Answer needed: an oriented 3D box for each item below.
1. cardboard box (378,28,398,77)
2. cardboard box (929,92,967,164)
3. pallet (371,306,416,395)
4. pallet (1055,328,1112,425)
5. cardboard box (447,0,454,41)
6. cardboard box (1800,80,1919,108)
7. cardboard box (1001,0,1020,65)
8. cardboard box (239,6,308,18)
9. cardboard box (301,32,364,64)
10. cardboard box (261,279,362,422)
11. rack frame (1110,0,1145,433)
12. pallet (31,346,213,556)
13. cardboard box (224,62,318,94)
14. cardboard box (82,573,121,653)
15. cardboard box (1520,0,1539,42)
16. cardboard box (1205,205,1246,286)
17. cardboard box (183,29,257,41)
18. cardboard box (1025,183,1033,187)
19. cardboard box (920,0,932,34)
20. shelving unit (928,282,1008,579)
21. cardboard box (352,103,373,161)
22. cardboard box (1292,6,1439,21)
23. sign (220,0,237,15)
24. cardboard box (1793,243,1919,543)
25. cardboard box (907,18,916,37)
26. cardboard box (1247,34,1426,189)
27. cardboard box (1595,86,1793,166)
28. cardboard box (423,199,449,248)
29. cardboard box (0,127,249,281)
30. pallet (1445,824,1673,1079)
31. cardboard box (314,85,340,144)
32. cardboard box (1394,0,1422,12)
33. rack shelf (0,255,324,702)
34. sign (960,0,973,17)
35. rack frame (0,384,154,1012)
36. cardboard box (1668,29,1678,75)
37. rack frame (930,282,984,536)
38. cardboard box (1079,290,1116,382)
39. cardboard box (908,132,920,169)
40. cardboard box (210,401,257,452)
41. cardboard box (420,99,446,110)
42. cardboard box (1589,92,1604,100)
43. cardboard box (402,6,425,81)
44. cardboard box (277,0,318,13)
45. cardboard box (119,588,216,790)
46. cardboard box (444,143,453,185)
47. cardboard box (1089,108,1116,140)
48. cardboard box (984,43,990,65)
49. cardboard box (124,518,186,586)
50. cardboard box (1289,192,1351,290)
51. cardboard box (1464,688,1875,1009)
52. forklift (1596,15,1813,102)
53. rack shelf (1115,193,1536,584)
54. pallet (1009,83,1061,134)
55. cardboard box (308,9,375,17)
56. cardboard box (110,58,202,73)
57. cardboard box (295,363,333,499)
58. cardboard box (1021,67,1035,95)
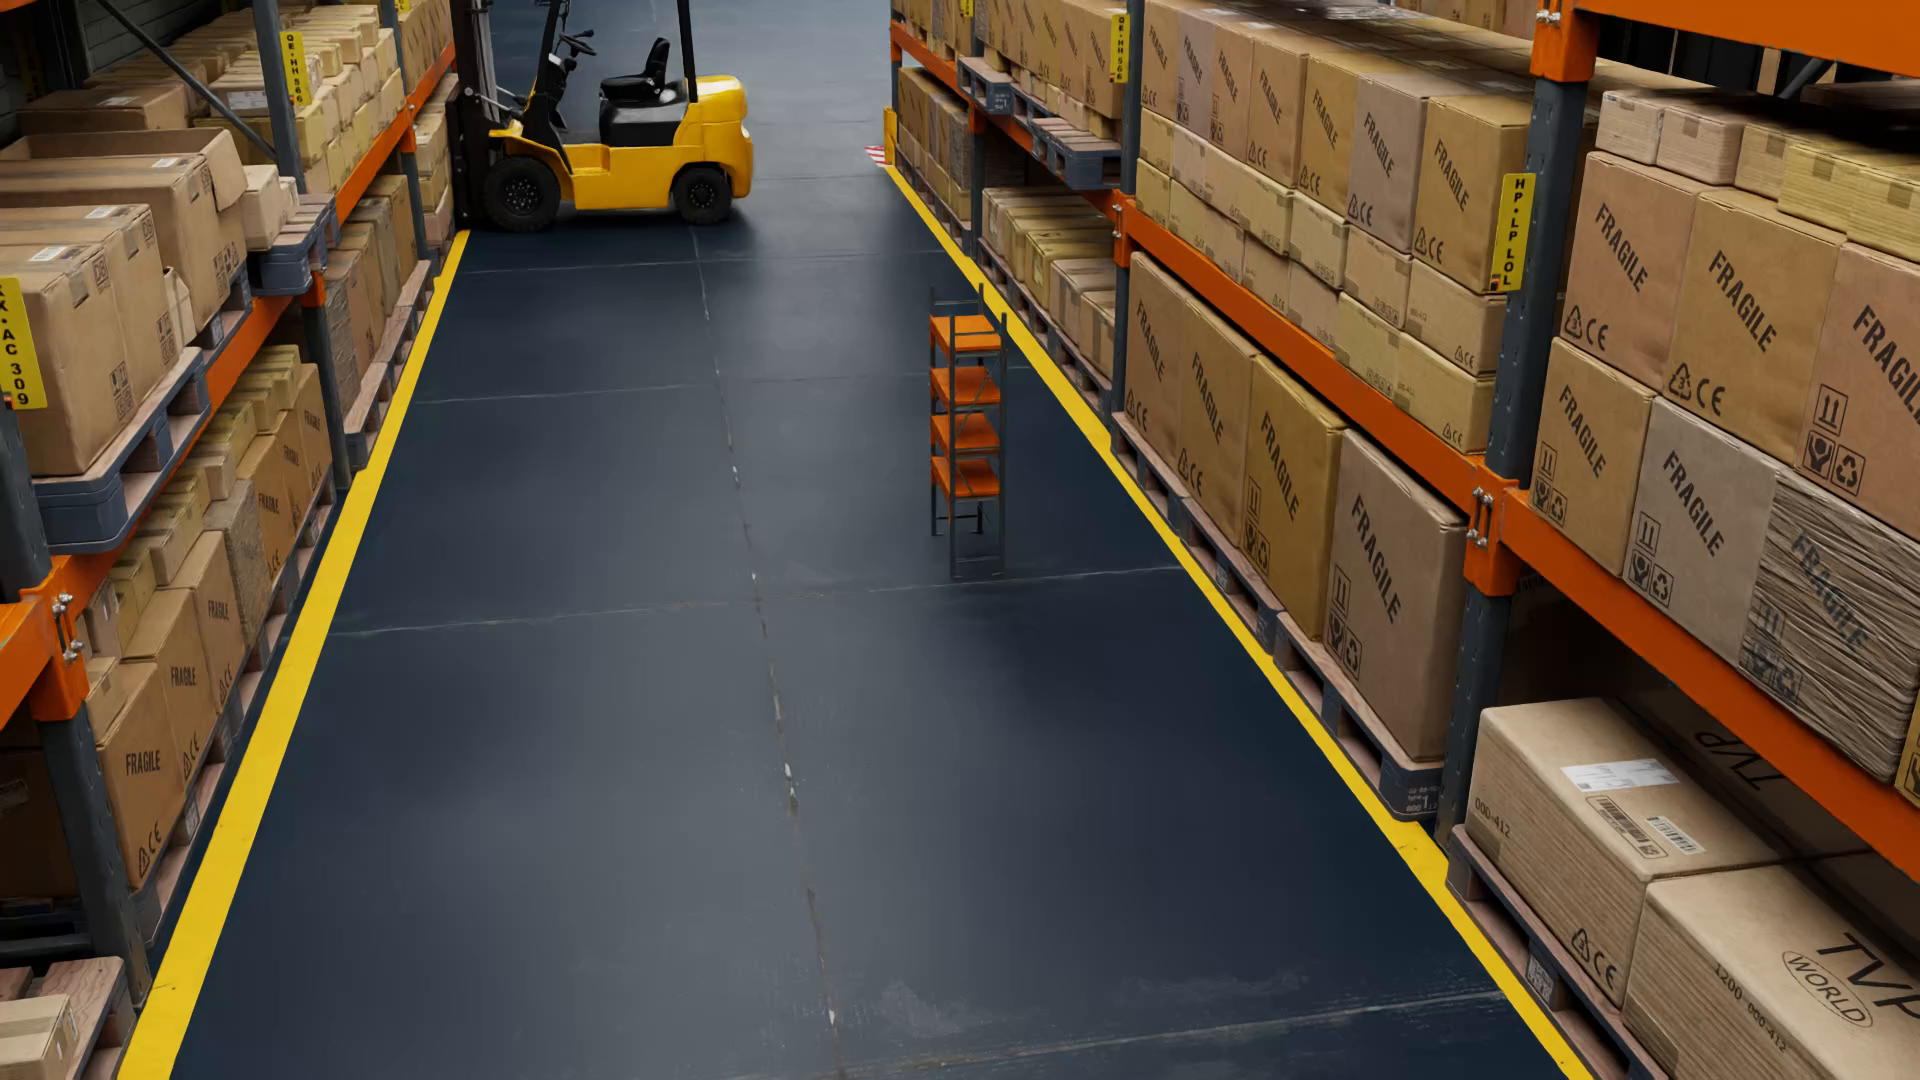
[{"bbox_3d":[-3.952,-3.163,10.808,0.500,0.250,0.500,-5,24,-11],"label":"cardboard box"},{"bbox_3d":[0.019,-3.435,13.842,0.500,0.500,0.500,-3,24,-7],"label":"cardboard box"},{"bbox_3d":[-3.890,-1.132,10.077,1.003,0.211,1.213,-4,24,-10],"label":"pallet"},{"bbox_3d":[1.180,-1.002,9.781,1.003,0.211,1.213,-4,24,-10],"label":"pallet"},{"bbox_3d":[-4.684,-4.622,14.461,0.500,0.500,0.500,-5,24,-11],"label":"cardboard box"},{"bbox_3d":[2.433,-1.103,4.343,0.380,0.149,0.250,-5,24,-11],"label":"cardboard box"},{"bbox_3d":[0.560,-3.323,10.588,0.500,0.500,0.500,-4,24,-10],"label":"cardboard box"},{"bbox_3d":[-4.440,-3.366,10.774,0.380,0.149,0.250,-5,24,-11],"label":"cardboard box"},{"bbox_3d":[-3.622,-2.803,9.486,0.380,0.149,0.250,-5,24,-11],"label":"cardboard box"},{"bbox_3d":[-3.656,-0.954,8.630,0.875,0.625,0.625,-4,24,-8],"label":"cardboard box"},{"bbox_3d":[1.323,-1.973,8.519,1.000,3.000,0.127,-4,24,-10],"label":"rack frame"},{"bbox_3d":[-2.855,-0.265,4.849,1.003,0.211,1.213,-4,24,-10],"label":"pallet"},{"bbox_3d":[-3.447,-2.298,8.329,0.380,0.149,0.250,-4,24,-8],"label":"cardboard box"},{"bbox_3d":[-2.714,0.230,4.893,0.380,0.149,0.250,-5,24,-12],"label":"cardboard box"},{"bbox_3d":[5.226,-4.380,13.843,0.875,0.550,0.550,-4,24,-10],"label":"cardboard box"},{"bbox_3d":[1.370,-1.285,7.133,0.500,0.250,0.500,-4,24,-8],"label":"cardboard box"},{"bbox_3d":[-4.256,-2.861,9.617,0.380,0.149,0.250,-4,24,-10],"label":"cardboard box"},{"bbox_3d":[0.740,-2.730,13.165,0.500,0.250,0.500,-5,24,-12],"label":"cardboard box"},{"bbox_3d":[-0.045,-4.491,13.789,0.500,0.500,0.500,-5,24,-11],"label":"cardboard box"},{"bbox_3d":[0.031,-0.485,7.361,0.258,1.200,0.503,-4,24,-10],"label":"shelving unit"},{"bbox_3d":[-3.680,-2.332,9.529,0.500,0.250,0.500,-4,24,-8],"label":"cardboard box"},{"bbox_3d":[1.779,-2.091,7.417,0.500,0.500,0.500,-4,24,-9],"label":"cardboard box"},{"bbox_3d":[-4.839,-3.569,10.992,0.100,0.325,0.005,-4,24,-10],"label":"sign"},{"bbox_3d":[2.084,-0.297,3.307,0.500,0.500,0.500,-4,24,-9],"label":"cardboard box"},{"bbox_3d":[-0.265,-4.543,14.719,0.380,0.149,0.250,-4,24,-9],"label":"cardboard box"},{"bbox_3d":[1.446,-1.667,6.445,0.500,0.500,0.500,-4,24,-9],"label":"cardboard box"},{"bbox_3d":[1.866,-1.057,4.238,0.380,0.149,0.250,-5,24,-11],"label":"cardboard box"},{"bbox_3d":[-4.058,-2.324,12.235,0.500,0.250,0.500,-4,24,-9],"label":"cardboard box"},{"bbox_3d":[-3.070,-1.215,6.131,0.797,0.503,0.637,-5,24,-11],"label":"cardboard box"},{"bbox_3d":[2.127,1.183,4.777,1.003,0.211,1.213,-4,24,-10],"label":"pallet"},{"bbox_3d":[-3.487,-2.154,8.497,0.500,0.250,0.500,-4,24,-8],"label":"cardboard box"},{"bbox_3d":[4.803,-5.452,16.297,0.875,0.550,0.550,-4,24,-10],"label":"cardboard box"},{"bbox_3d":[-3.184,-0.487,6.017,1.077,0.370,4.000,-4,24,-10],"label":"rack shelf"},{"bbox_3d":[0.052,-3.900,11.849,0.100,0.325,0.005,-4,24,-10],"label":"sign"},{"bbox_3d":[-2.814,-0.030,4.072,1.000,3.000,0.127,-4,24,-10],"label":"rack frame"},{"bbox_3d":[5.356,-3.573,12.057,0.500,0.500,0.500,-4,24,-9],"label":"cardboard box"},{"bbox_3d":[-0.014,-0.581,7.581,0.240,1.200,0.015,-4,24,-10],"label":"rack frame"},{"bbox_3d":[1.229,-1.184,9.471,0.950,0.372,0.625,-6,24,-13],"label":"cardboard box"},{"bbox_3d":[-0.192,-3.513,14.956,0.500,0.250,0.500,-3,24,-8],"label":"cardboard box"},{"bbox_3d":[-3.123,-0.453,6.828,0.380,0.149,0.250,-4,24,-8],"label":"cardboard box"},{"bbox_3d":[-4.352,-3.385,13.414,0.500,0.250,0.500,-5,24,-11],"label":"cardboard box"},{"bbox_3d":[2.264,-1.098,5.141,0.500,0.500,0.500,-4,24,-9],"label":"cardboard box"},{"bbox_3d":[-4.232,-3.621,12.167,0.500,0.500,0.500,-4,24,-9],"label":"cardboard box"},{"bbox_3d":[-4.606,-3.628,11.373,0.380,0.149,0.250,-4,24,-10],"label":"cardboard box"},{"bbox_3d":[-2.791,0.507,5.440,0.500,0.500,0.500,-5,24,-10],"label":"cardboard box"},{"bbox_3d":[-4.256,-2.948,13.039,0.500,0.250,0.500,-5,24,-10],"label":"cardboard box"},{"bbox_3d":[0.911,-2.262,8.970,0.380,0.149,0.250,-4,24,-9],"label":"cardboard box"},{"bbox_3d":[0.375,-3.383,11.536,0.380,0.149,0.250,-4,24,-9],"label":"cardboard box"},{"bbox_3d":[-2.879,0.053,5.668,0.380,0.149,0.250,-4,24,-10],"label":"cardboard box"},{"bbox_3d":[1.541,-1.114,6.117,0.500,0.250,0.500,-4,24,-8],"label":"cardboard box"},{"bbox_3d":[2.074,0.837,4.762,0.875,0.438,0.875,-5,24,-11],"label":"cardboard box"},{"bbox_3d":[3.668,-1.589,7.726,3.031,2.935,1.130,-4,24,-9],"label":"forklift"},{"bbox_3d":[1.693,-0.856,6.862,1.077,0.370,4.000,-4,24,-10],"label":"rack shelf"},{"bbox_3d":[0.917,-2.660,10.333,1.003,0.211,1.213,-4,24,-10],"label":"pallet"},{"bbox_3d":[-3.947,-3.302,10.628,0.380,0.149,0.250,-5,24,-11],"label":"cardboard box"},{"bbox_3d":[-4.073,-2.352,8.453,0.380,0.149,0.250,-5,24,-11],"label":"cardboard box"},{"bbox_3d":[-3.265,-0.500,7.746,0.500,0.500,0.500,-4,24,-8],"label":"cardboard box"},{"bbox_3d":[0.589,-2.868,10.358,0.380,0.149,0.250,-3,24,-8],"label":"cardboard box"}]
